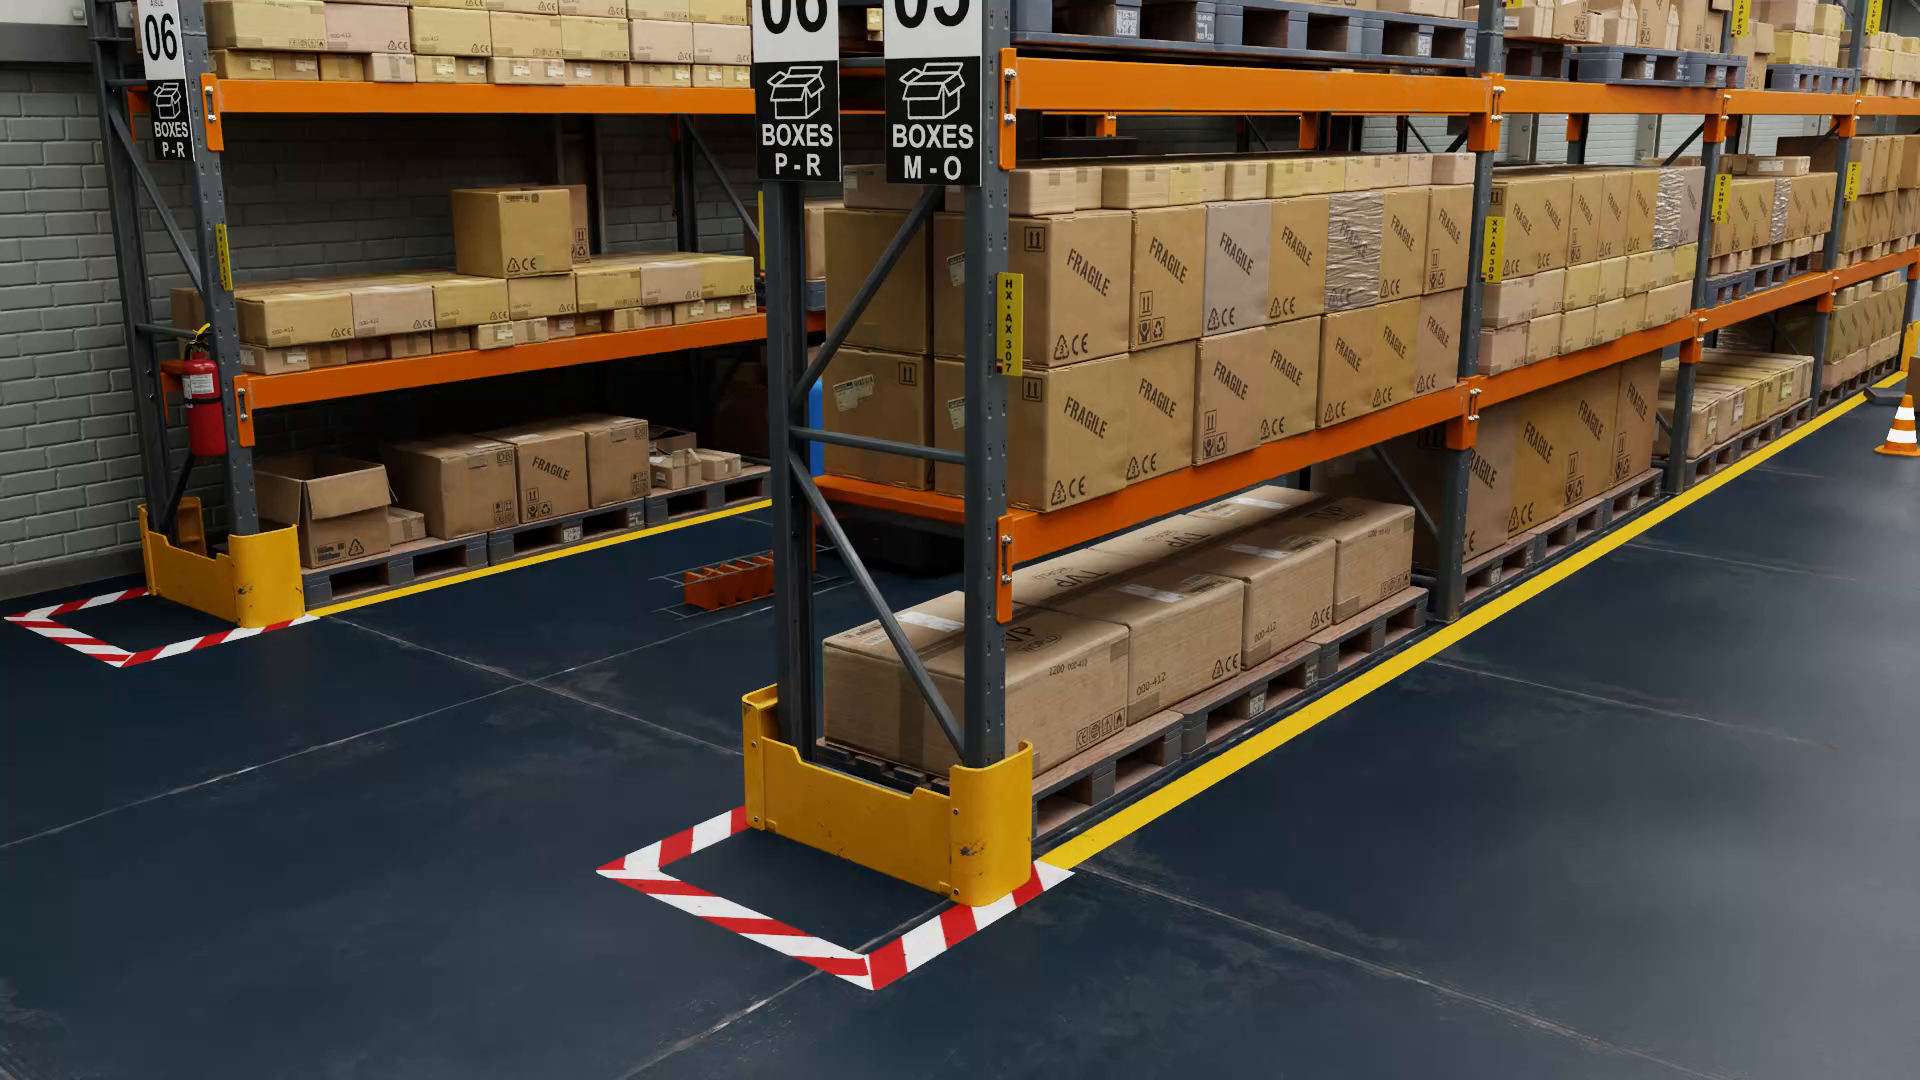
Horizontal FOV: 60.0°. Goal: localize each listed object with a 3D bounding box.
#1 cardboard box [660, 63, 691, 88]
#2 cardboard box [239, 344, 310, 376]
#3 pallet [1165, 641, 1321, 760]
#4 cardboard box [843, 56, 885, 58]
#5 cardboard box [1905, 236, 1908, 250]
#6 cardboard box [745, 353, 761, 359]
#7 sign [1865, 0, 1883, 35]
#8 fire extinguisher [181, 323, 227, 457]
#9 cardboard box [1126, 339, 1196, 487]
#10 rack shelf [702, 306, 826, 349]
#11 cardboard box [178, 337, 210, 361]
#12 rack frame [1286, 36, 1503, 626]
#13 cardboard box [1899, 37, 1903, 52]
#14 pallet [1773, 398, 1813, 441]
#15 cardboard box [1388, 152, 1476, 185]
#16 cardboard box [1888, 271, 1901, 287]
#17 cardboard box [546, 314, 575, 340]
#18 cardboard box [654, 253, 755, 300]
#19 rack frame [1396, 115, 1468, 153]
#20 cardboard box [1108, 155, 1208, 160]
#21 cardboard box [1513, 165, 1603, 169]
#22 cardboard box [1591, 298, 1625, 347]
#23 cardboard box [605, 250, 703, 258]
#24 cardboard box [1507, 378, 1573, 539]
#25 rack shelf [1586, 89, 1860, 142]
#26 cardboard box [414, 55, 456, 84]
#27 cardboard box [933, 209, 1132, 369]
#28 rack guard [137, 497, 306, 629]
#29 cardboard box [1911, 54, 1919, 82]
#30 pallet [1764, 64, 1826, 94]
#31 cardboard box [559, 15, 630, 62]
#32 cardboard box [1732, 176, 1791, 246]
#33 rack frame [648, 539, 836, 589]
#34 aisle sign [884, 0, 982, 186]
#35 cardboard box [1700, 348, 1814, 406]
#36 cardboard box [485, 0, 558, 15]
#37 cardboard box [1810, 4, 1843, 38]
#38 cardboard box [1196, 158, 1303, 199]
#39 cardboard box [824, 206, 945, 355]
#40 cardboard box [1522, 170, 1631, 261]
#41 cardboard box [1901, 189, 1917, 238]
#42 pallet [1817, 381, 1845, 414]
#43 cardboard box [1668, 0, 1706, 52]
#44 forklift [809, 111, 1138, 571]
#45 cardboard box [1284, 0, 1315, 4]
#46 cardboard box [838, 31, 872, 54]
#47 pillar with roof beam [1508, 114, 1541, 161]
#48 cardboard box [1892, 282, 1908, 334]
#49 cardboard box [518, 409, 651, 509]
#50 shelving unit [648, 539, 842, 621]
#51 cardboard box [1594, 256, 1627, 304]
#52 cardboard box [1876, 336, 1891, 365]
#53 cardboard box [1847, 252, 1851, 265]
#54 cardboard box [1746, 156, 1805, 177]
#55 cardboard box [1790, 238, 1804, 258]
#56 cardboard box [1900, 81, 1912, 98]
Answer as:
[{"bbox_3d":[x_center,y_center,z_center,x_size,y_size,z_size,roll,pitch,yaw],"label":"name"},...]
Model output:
[{"bbox_3d":[-1.946,-2.975,10.658,0.380,0.149,0.250,12,19,39],"label":"cardboard box"},{"bbox_3d":[-3.712,-0.986,8.923,0.380,0.149,0.250,11,18,37],"label":"cardboard box"},{"bbox_3d":[0.940,0.634,7.700,1.003,0.211,1.213,11,18,38],"label":"pallet"},{"bbox_3d":[-0.736,-3.769,12.729,0.380,0.149,0.250,11,18,38],"label":"cardboard box"},{"bbox_3d":[9.468,-3.046,17.032,0.380,0.149,0.250,11,18,37],"label":"cardboard box"},{"bbox_3d":[-1.449,-1.326,12.658,0.380,0.149,0.250,11,18,38],"label":"cardboard box"},{"bbox_3d":[7.707,-4.428,14.020,0.100,0.325,0.005,11,18,38],"label":"sign"},{"bbox_3d":[-3.865,-0.770,8.475,0.296,0.674,0.183,11,18,38],"label":"fire extinguisher"},{"bbox_3d":[0.553,-0.517,6.364,0.500,0.500,0.500,11,18,37],"label":"cardboard box"},{"bbox_3d":[-0.361,-1.888,13.423,1.077,0.370,4.000,11,18,38],"label":"rack shelf"},{"bbox_3d":[-4.132,-1.071,9.256,0.380,0.149,0.250,11,18,37],"label":"cardboard box"},{"bbox_3d":[2.245,-1.086,8.806,1.000,3.000,0.127,11,18,38],"label":"rack frame"},{"bbox_3d":[8.638,-4.657,15.661,0.380,0.149,0.250,12,18,39],"label":"cardboard box"},{"bbox_3d":[6.785,-1.117,14.593,1.003,0.211,1.213,11,18,38],"label":"pallet"},{"bbox_3d":[2.299,-1.825,8.165,0.380,0.149,0.250,11,18,36],"label":"cardboard box"},{"bbox_3d":[9.308,-2.658,16.887,0.380,0.149,0.250,12,19,39],"label":"cardboard box"},{"bbox_3d":[-2.605,-1.339,10.311,0.380,0.149,0.250,11,18,37],"label":"cardboard box"},{"bbox_3d":[-1.748,-1.790,11.276,0.500,0.250,0.500,12,18,39],"label":"cardboard box"},{"bbox_3d":[5.924,-4.152,20.873,1.000,3.000,0.127,11,18,38],"label":"rack frame"},{"bbox_3d":[0.873,-1.625,7.374,0.380,0.149,0.250,11,18,38],"label":"cardboard box"},{"bbox_3d":[3.955,-2.232,11.084,0.500,0.500,0.500,11,18,38],"label":"cardboard box"},{"bbox_3d":[3.707,-1.346,10.134,0.500,0.250,0.500,11,18,37],"label":"cardboard box"},{"bbox_3d":[-2.139,-1.872,11.600,0.500,0.250,0.500,11,18,37],"label":"cardboard box"},{"bbox_3d":[3.135,-0.565,10.218,0.875,0.875,0.875,12,19,39],"label":"cardboard box"},{"bbox_3d":[6.016,-3.340,13.049,1.077,0.370,4.000,11,18,38],"label":"rack shelf"},{"bbox_3d":[-3.036,-2.628,9.296,0.380,0.149,0.250,11,18,37],"label":"cardboard box"},{"bbox_3d":[0.255,-0.901,5.844,0.500,0.500,0.500,11,18,36],"label":"cardboard box"},{"bbox_3d":[-4.084,0.109,9.177,1.175,0.500,0.348,11,18,38],"label":"rack guard"},{"bbox_3d":[9.036,-4.574,16.143,0.500,0.250,0.500,12,18,39],"label":"cardboard box"},{"bbox_3d":[6.153,-3.680,13.307,1.213,0.211,1.003,11,18,38],"label":"pallet"},{"bbox_3d":[-2.376,-3.050,10.146,0.500,0.250,0.500,12,18,39],"label":"cardboard box"},{"bbox_3d":[6.193,-2.597,13.093,0.500,0.500,0.500,10,18,35],"label":"cardboard box"},{"bbox_3d":[-1.192,0.126,9.356,0.240,0.006,1.200,13,20,42],"label":"rack frame"},{"bbox_3d":[-0.088,-1.521,5.240,0.394,0.787,0.004,11,18,38],"label":"aisle sign"},{"bbox_3d":[6.946,-1.447,14.712,0.950,0.372,0.625,12,18,38],"label":"cardboard box"},{"bbox_3d":[-2.706,-3.193,9.694,0.500,0.250,0.500,12,18,39],"label":"cardboard box"},{"bbox_3d":[7.008,-4.314,13.858,0.500,0.250,0.500,12,18,39],"label":"cardboard box"},{"bbox_3d":[1.177,-1.483,6.818,0.380,0.149,0.250,11,18,36],"label":"cardboard box"},{"bbox_3d":[-0.151,-0.982,6.164,0.500,0.500,0.500,12,19,39],"label":"cardboard box"},{"bbox_3d":[3.681,-1.956,9.998,0.500,0.500,0.500,11,18,37],"label":"cardboard box"},{"bbox_3d":[9.342,-3.335,16.852,0.500,0.500,0.500,11,18,38],"label":"cardboard box"},{"bbox_3d":[7.668,-1.401,15.708,1.003,0.211,1.213,11,18,38],"label":"pallet"},{"bbox_3d":[4.285,-3.339,10.526,0.700,0.500,0.500,10,17,35],"label":"cardboard box"},{"bbox_3d":[0.427,-1.533,10.704,1.130,2.935,3.031,13,19,41],"label":"forklift"},{"bbox_3d":[1.115,-2.437,6.774,0.500,0.500,0.500,12,18,38],"label":"cardboard box"},{"bbox_3d":[-0.848,-3.541,11.832,0.380,0.149,0.250,11,18,38],"label":"cardboard box"},{"bbox_3d":[11.905,-7.548,22.060,9.100,9.000,0.400,11,18,38],"label":"pillar with roof beam"},{"bbox_3d":[9.487,-2.425,17.284,0.500,0.500,0.500,11,18,38],"label":"cardboard box"},{"bbox_3d":[-2.454,-0.538,10.874,0.700,0.500,0.500,10,18,35],"label":"cardboard box"},{"bbox_3d":[-1.192,0.215,9.379,0.258,0.189,1.200,13,20,42],"label":"shelving unit"},{"bbox_3d":[3.701,-1.590,10.080,0.500,0.250,0.500,11,18,36],"label":"cardboard box"},{"bbox_3d":[9.157,-1.961,16.980,0.500,0.250,0.500,11,18,38],"label":"cardboard box"},{"bbox_3d":[7.983,-2.619,15.351,0.380,0.149,0.250,11,18,37],"label":"cardboard box"},{"bbox_3d":[6.582,-3.015,13.423,0.380,0.149,0.250,10,18,35],"label":"cardboard box"},{"bbox_3d":[6.694,-2.407,13.662,0.380,0.149,0.250,11,18,38],"label":"cardboard box"},{"bbox_3d":[8.850,-4.304,15.890,0.380,0.149,0.250,11,18,37],"label":"cardboard box"}]
